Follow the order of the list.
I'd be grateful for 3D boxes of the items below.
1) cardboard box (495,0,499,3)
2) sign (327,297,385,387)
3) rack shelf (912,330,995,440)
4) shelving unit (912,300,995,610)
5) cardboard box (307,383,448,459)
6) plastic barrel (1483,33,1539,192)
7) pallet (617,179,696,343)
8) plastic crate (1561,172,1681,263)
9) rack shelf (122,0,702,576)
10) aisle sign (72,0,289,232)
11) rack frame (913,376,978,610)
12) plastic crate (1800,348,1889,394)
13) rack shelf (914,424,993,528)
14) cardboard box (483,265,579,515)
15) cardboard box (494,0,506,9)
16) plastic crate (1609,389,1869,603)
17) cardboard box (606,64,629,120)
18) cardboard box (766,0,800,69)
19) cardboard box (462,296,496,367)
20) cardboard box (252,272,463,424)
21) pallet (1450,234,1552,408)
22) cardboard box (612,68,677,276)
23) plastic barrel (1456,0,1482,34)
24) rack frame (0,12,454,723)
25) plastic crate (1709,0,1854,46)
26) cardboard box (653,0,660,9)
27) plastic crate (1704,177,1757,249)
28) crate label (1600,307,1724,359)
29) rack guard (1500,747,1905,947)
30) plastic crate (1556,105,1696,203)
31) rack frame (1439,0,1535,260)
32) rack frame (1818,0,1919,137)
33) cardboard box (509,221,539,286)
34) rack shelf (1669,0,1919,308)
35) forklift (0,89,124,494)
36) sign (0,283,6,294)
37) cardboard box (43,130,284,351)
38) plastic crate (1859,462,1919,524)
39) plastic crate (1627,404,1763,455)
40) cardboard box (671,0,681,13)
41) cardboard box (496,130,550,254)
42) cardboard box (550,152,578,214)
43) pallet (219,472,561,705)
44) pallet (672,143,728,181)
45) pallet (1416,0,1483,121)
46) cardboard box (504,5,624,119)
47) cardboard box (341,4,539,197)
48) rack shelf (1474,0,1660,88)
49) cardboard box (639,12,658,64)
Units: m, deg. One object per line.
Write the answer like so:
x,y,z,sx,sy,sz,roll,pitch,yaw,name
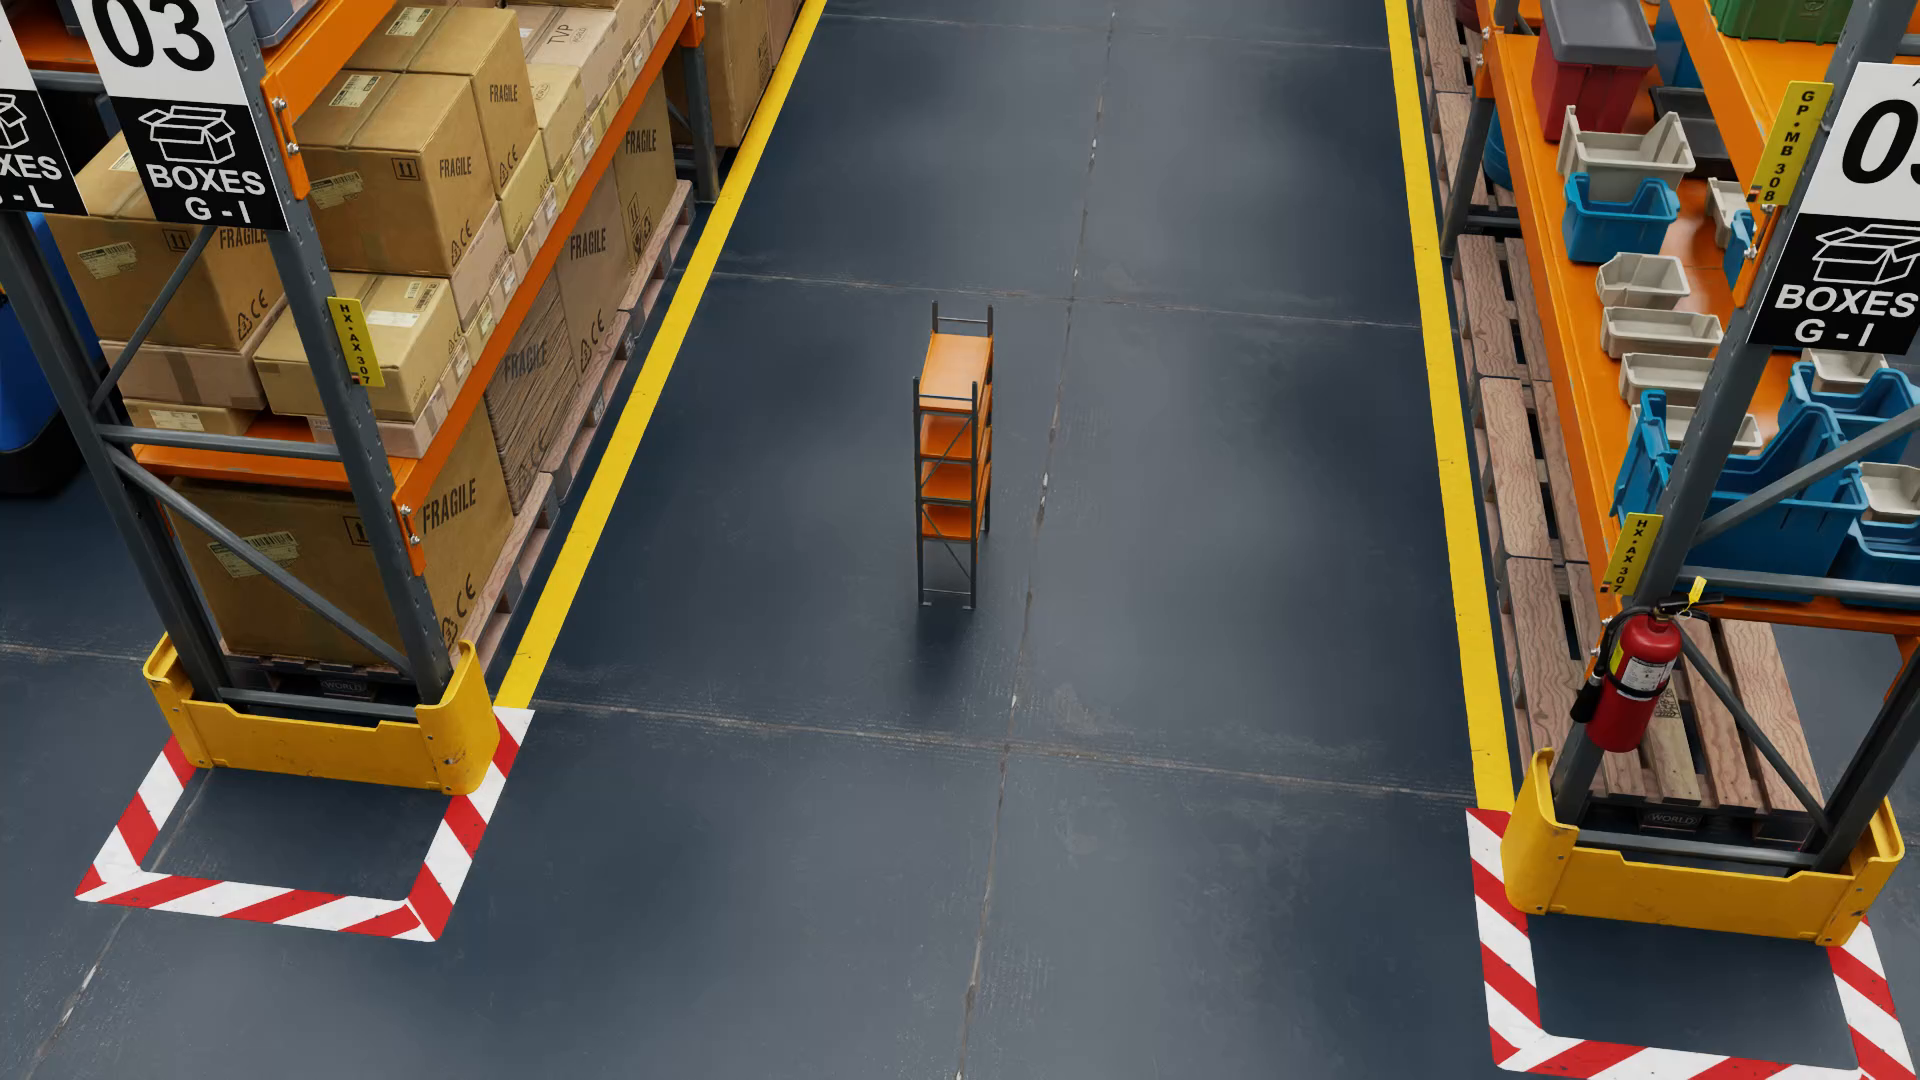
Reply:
-2.237,-2.721,7.312,0.500,0.500,0.500,5,44,6,cardboard box
-1.827,-0.596,5.033,0.100,0.325,0.005,5,44,6,sign
-0.022,-0.608,6.470,0.258,0.148,0.480,5,44,6,rack shelf
-0.022,-0.323,6.741,0.258,1.200,0.503,5,44,6,shelving unit
-2.002,-0.428,5.726,0.380,0.149,0.250,6,44,6,cardboard box
3.151,-2.343,8.786,0.600,0.901,0.708,5,44,6,plastic barrel
-2.025,-1.510,8.713,1.003,0.211,1.213,5,44,6,pallet
2.551,-1.241,6.480,0.416,0.233,0.300,5,44,6,plastic crate
-2.112,-1.409,7.102,1.077,0.370,4.000,5,44,6,rack shelf
-2.088,-1.175,4.441,0.394,0.787,0.004,5,44,6,aisle sign
-0.054,-0.157,6.565,0.240,1.200,0.015,5,44,6,rack frame
3.107,-0.595,5.867,0.250,0.136,0.298,5,44,6,plastic crate
-0.022,-0.274,6.787,0.258,0.148,0.480,5,44,6,rack shelf
-2.250,-0.752,7.125,0.875,0.875,0.875,5,44,6,cardboard box
-2.240,-2.452,7.573,0.500,0.250,0.500,5,44,5,cardboard box
2.393,-0.137,5.166,0.616,0.435,0.499,5,44,6,plastic crate
-1.698,-2.003,7.389,0.380,0.149,0.250,6,44,6,cardboard box
-1.665,-3.462,9.986,1.225,0.875,0.875,4,44,4,cardboard box
-1.936,-0.778,6.095,0.380,0.149,0.250,4,44,5,cardboard box
-2.045,-0.664,5.684,0.500,0.250,0.500,4,44,4,cardboard box
3.004,-1.066,8.245,1.003,0.211,1.213,5,44,6,pallet
-2.014,-1.972,8.413,0.875,0.875,0.875,5,44,6,cardboard box
3.394,-3.482,10.216,0.600,0.588,0.708,5,44,6,plastic barrel
-2.376,-0.308,5.415,1.000,3.000,0.127,5,44,6,rack frame
2.381,-1.568,4.719,0.450,0.188,0.336,5,44,6,plastic crate
-1.645,-2.762,7.901,0.500,0.250,0.500,4,44,5,cardboard box
3.130,-1.295,6.607,0.293,0.136,0.466,5,44,6,plastic crate
2.527,-0.744,6.024,0.396,0.136,0.243,5,44,6,crate label
2.543,1.068,5.781,1.175,0.500,0.348,5,44,6,rack guard
2.678,-1.538,6.758,0.437,0.282,0.530,5,44,6,plastic crate
3.062,-2.583,7.819,1.000,3.000,0.127,5,44,6,rack frame
2.534,-2.036,2.877,1.000,3.000,0.127,5,44,6,rack frame
-1.868,-1.129,6.465,0.380,0.149,0.250,4,44,5,cardboard box
2.798,-2.048,5.595,1.077,0.370,4.000,5,44,6,rack shelf
-4.407,-2.282,7.551,1.130,2.935,3.031,5,44,5,forklift
-2.912,-0.873,4.998,0.100,0.325,0.005,5,44,6,sign
-2.572,-0.989,5.483,0.500,0.500,0.500,6,44,6,cardboard box
3.017,-0.133,5.379,0.250,0.136,0.298,5,44,6,plastic crate
2.462,-0.356,5.614,0.396,0.136,0.243,5,44,6,plastic crate
-1.563,-2.705,8.130,0.380,0.149,0.250,5,44,6,cardboard box
-1.913,-1.361,6.420,0.500,0.250,0.500,4,44,4,cardboard box
-1.800,-1.477,6.833,0.380,0.149,0.250,4,44,4,cardboard box
-2.348,0.153,6.957,1.003,0.211,1.213,5,44,6,pallet
-1.820,-2.554,9.816,1.003,0.211,1.213,5,44,6,pallet
3.365,-2.927,10.210,1.003,0.211,1.213,5,44,6,pallet
-1.779,-2.062,7.161,0.500,0.250,0.500,6,44,6,cardboard box
-1.916,-1.630,6.160,0.500,0.500,0.500,4,44,4,cardboard box
3.327,-3.685,9.506,1.077,0.370,4.000,5,44,6,rack shelf
-1.631,-2.354,7.760,0.380,0.149,0.250,5,44,5,cardboard box
